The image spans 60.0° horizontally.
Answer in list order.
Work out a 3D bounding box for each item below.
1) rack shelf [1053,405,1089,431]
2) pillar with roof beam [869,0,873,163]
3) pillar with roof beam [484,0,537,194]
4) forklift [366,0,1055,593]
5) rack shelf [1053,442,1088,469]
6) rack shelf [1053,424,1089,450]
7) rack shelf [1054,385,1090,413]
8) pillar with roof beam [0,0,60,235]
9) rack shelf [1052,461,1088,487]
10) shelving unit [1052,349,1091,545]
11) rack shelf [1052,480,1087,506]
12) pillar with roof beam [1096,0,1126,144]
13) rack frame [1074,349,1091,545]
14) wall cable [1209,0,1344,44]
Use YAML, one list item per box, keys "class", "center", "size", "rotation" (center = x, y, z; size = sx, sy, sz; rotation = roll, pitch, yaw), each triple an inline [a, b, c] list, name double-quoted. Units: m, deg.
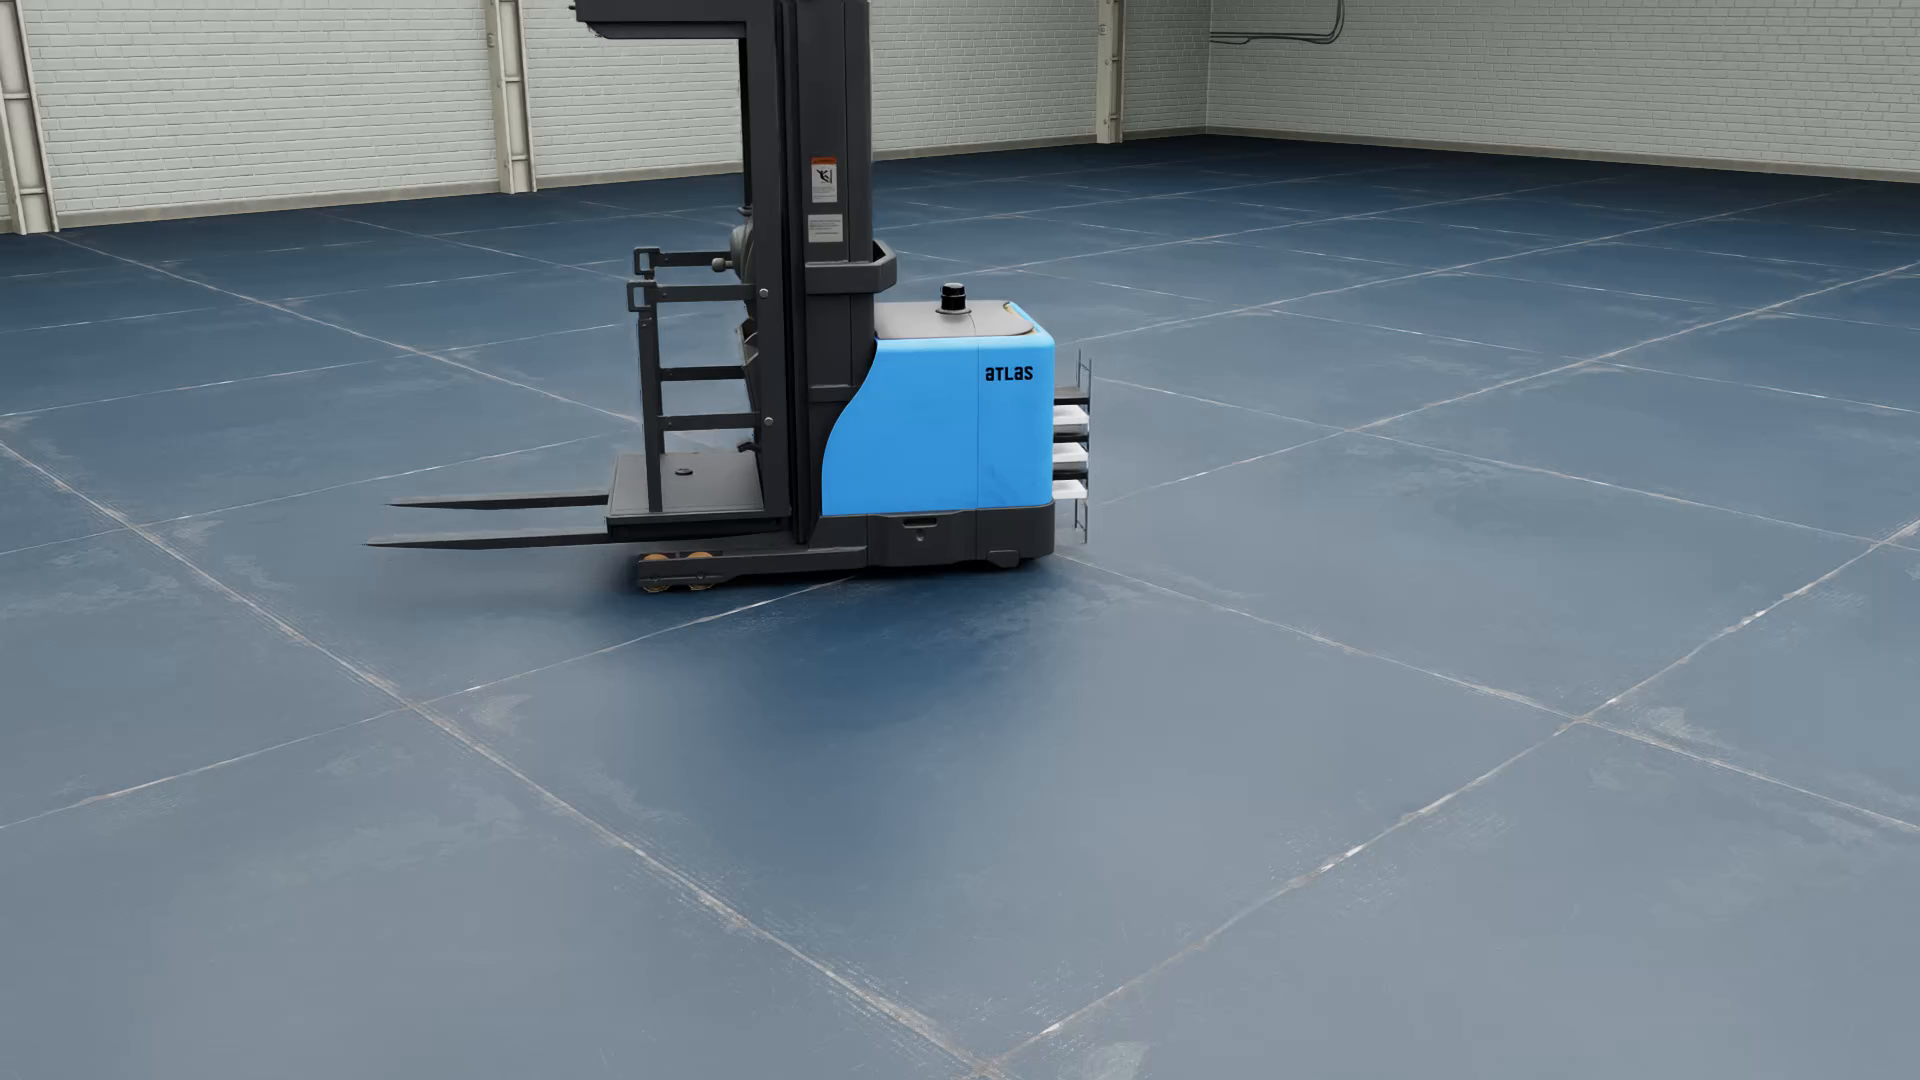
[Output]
- class: "rack shelf"
  center: [0.481, -0.574, 7.821]
  size: [0.200, 0.077, 0.258]
  rotation: [-3, 18, -9]
- class: "pillar with roof beam"
  center: [1.323, -9.315, 22.124]
  size: [0.400, 9.000, 9.100]
  rotation: [-16, 24, -41]
- class: "pillar with roof beam"
  center: [-3.037, -8.044, 18.203]
  size: [0.400, 9.000, 9.100]
  rotation: [-16, 24, -41]
- class: "forklift"
  center: [-1.133, -1.339, 7.361]
  size: [3.031, 2.935, 1.130]
  rotation: [-3, 18, -9]
- class: "rack shelf"
  center: [0.481, -0.403, 7.876]
  size: [0.200, 0.077, 0.258]
  rotation: [-3, 18, -9]
- class: "rack shelf"
  center: [0.481, -0.488, 7.848]
  size: [0.200, 0.077, 0.258]
  rotation: [-3, 18, -9]
- class: "rack shelf"
  center: [0.481, -0.660, 7.793]
  size: [0.200, 0.077, 0.258]
  rotation: [-3, 18, -9]
- class: "pillar with roof beam"
  center: [-7.396, -6.772, 14.282]
  size: [0.400, 9.000, 9.100]
  rotation: [-16, 24, -41]
- class: "rack shelf"
  center: [0.481, -0.317, 7.904]
  size: [0.200, 0.077, 0.258]
  rotation: [-3, 18, -9]
- class: "shelving unit"
  center: [0.481, -0.434, 7.866]
  size: [0.210, 0.900, 0.258]
  rotation: [-3, 18, -9]
- class: "rack shelf"
  center: [0.481, -0.232, 7.932]
  size: [0.200, 0.077, 0.258]
  rotation: [-3, 18, -9]
- class: "pillar with roof beam"
  center: [5.683, -10.586, 26.046]
  size: [0.400, 9.000, 9.100]
  rotation: [-16, 24, -41]
- class: "rack frame"
  center: [0.582, -0.439, 7.881]
  size: [0.006, 0.900, 0.240]
  rotation: [-3, 18, -9]
- class: "wall cable"
  center: [5.774, -10.402, 30.511]
  size: [0.112, 2.526, 3.097]
  rotation: [-16, 24, -41]
